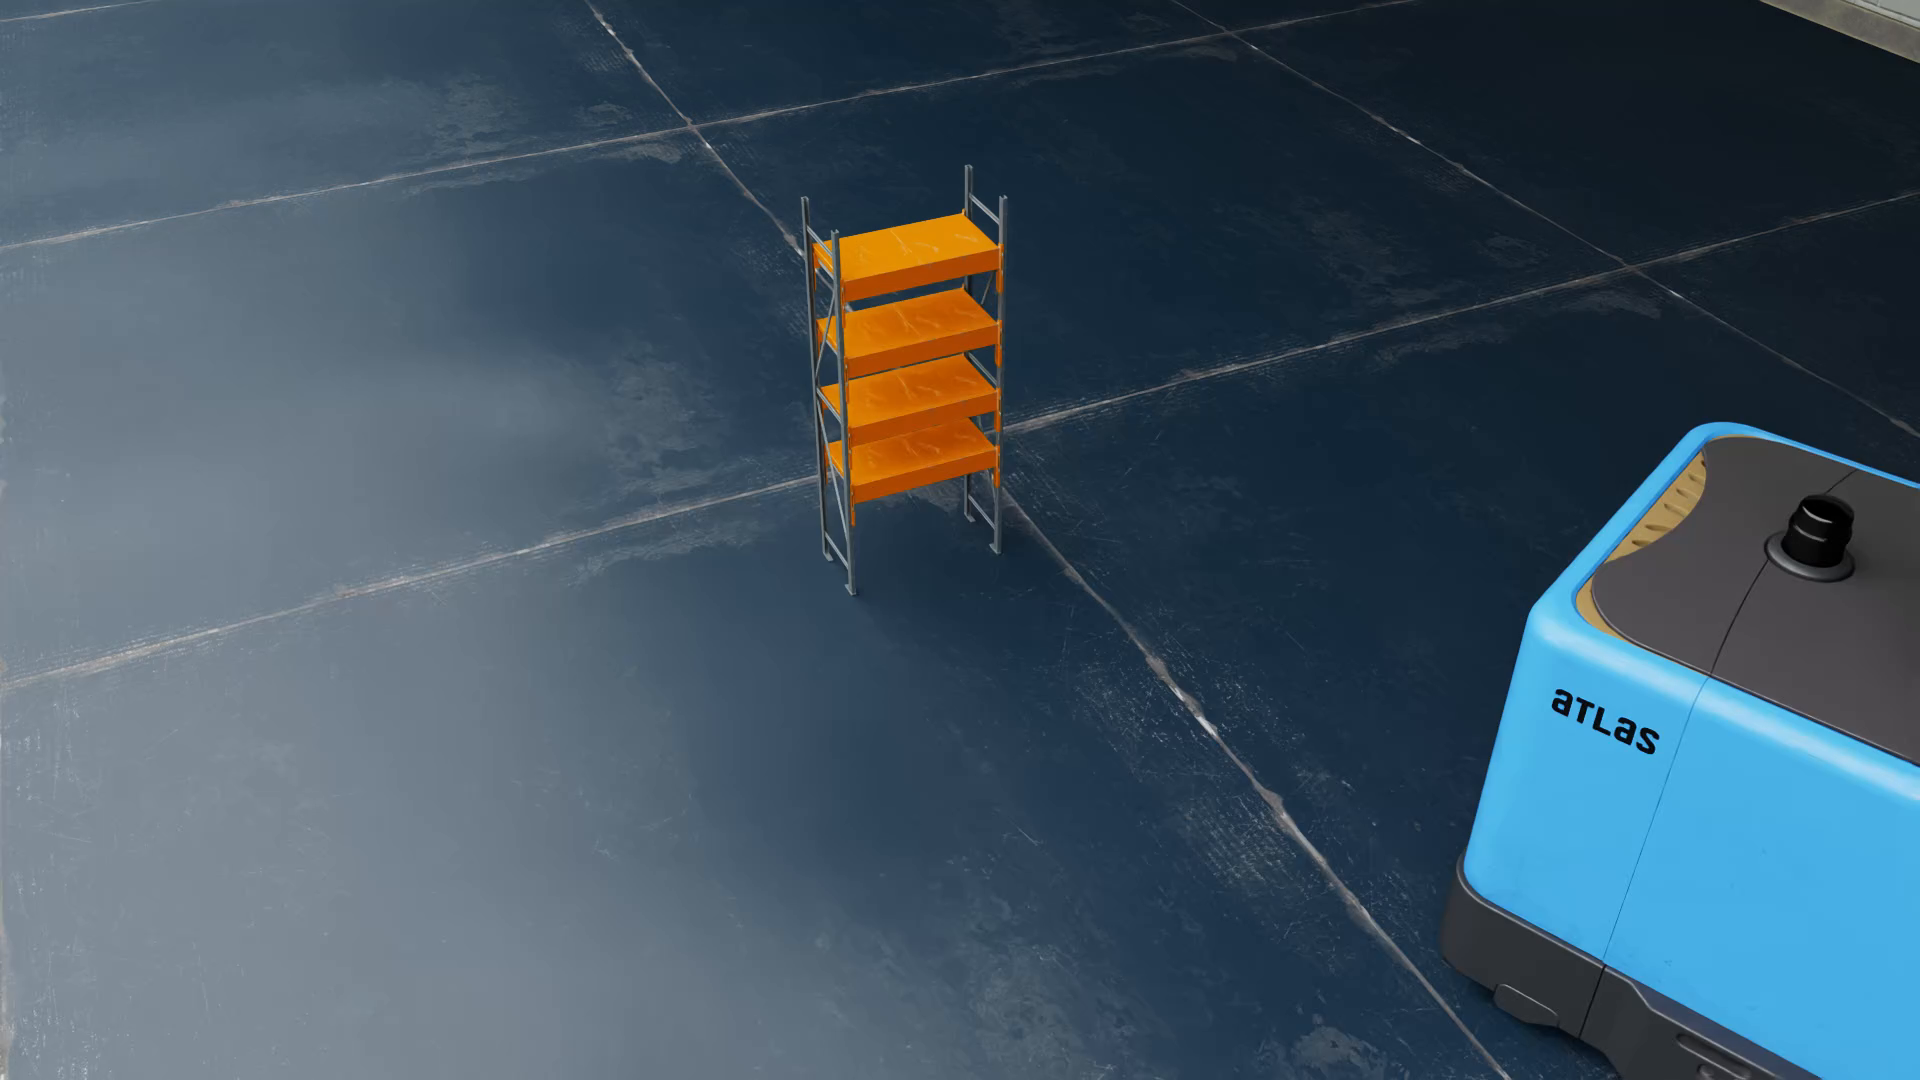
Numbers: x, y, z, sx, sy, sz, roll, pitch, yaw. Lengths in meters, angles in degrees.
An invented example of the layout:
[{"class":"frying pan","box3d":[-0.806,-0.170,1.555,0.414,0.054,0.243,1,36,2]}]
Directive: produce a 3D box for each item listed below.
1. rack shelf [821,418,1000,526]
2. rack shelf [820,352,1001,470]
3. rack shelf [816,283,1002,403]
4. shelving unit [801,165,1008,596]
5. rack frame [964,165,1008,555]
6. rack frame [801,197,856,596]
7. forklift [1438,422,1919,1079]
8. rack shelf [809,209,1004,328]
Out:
[{"class":"rack shelf","box3d":[-0.150,-0.226,4.994,0.480,0.148,0.258,-16,39,-20]},{"class":"rack shelf","box3d":[-0.150,-0.386,4.876,0.480,0.148,0.258,-16,39,-20]},{"class":"rack shelf","box3d":[-0.150,-0.566,4.743,0.480,0.148,0.258,-16,39,-20]},{"class":"shelving unit","box3d":[-0.150,-0.440,4.836,0.503,1.200,0.258,-16,39,-20]},{"class":"rack frame","box3d":[0.071,-0.502,4.919,0.015,1.200,0.240,-16,39,-20]},{"class":"rack frame","box3d":[-0.371,-0.378,4.753,0.015,1.200,0.240,-16,39,-20]},{"class":"forklift","box3d":[2.566,0.172,2.558,3.031,2.935,1.130,27,44,31]},{"class":"rack shelf","box3d":[-0.150,-0.756,4.602,0.480,0.148,0.258,-16,39,-20]}]
